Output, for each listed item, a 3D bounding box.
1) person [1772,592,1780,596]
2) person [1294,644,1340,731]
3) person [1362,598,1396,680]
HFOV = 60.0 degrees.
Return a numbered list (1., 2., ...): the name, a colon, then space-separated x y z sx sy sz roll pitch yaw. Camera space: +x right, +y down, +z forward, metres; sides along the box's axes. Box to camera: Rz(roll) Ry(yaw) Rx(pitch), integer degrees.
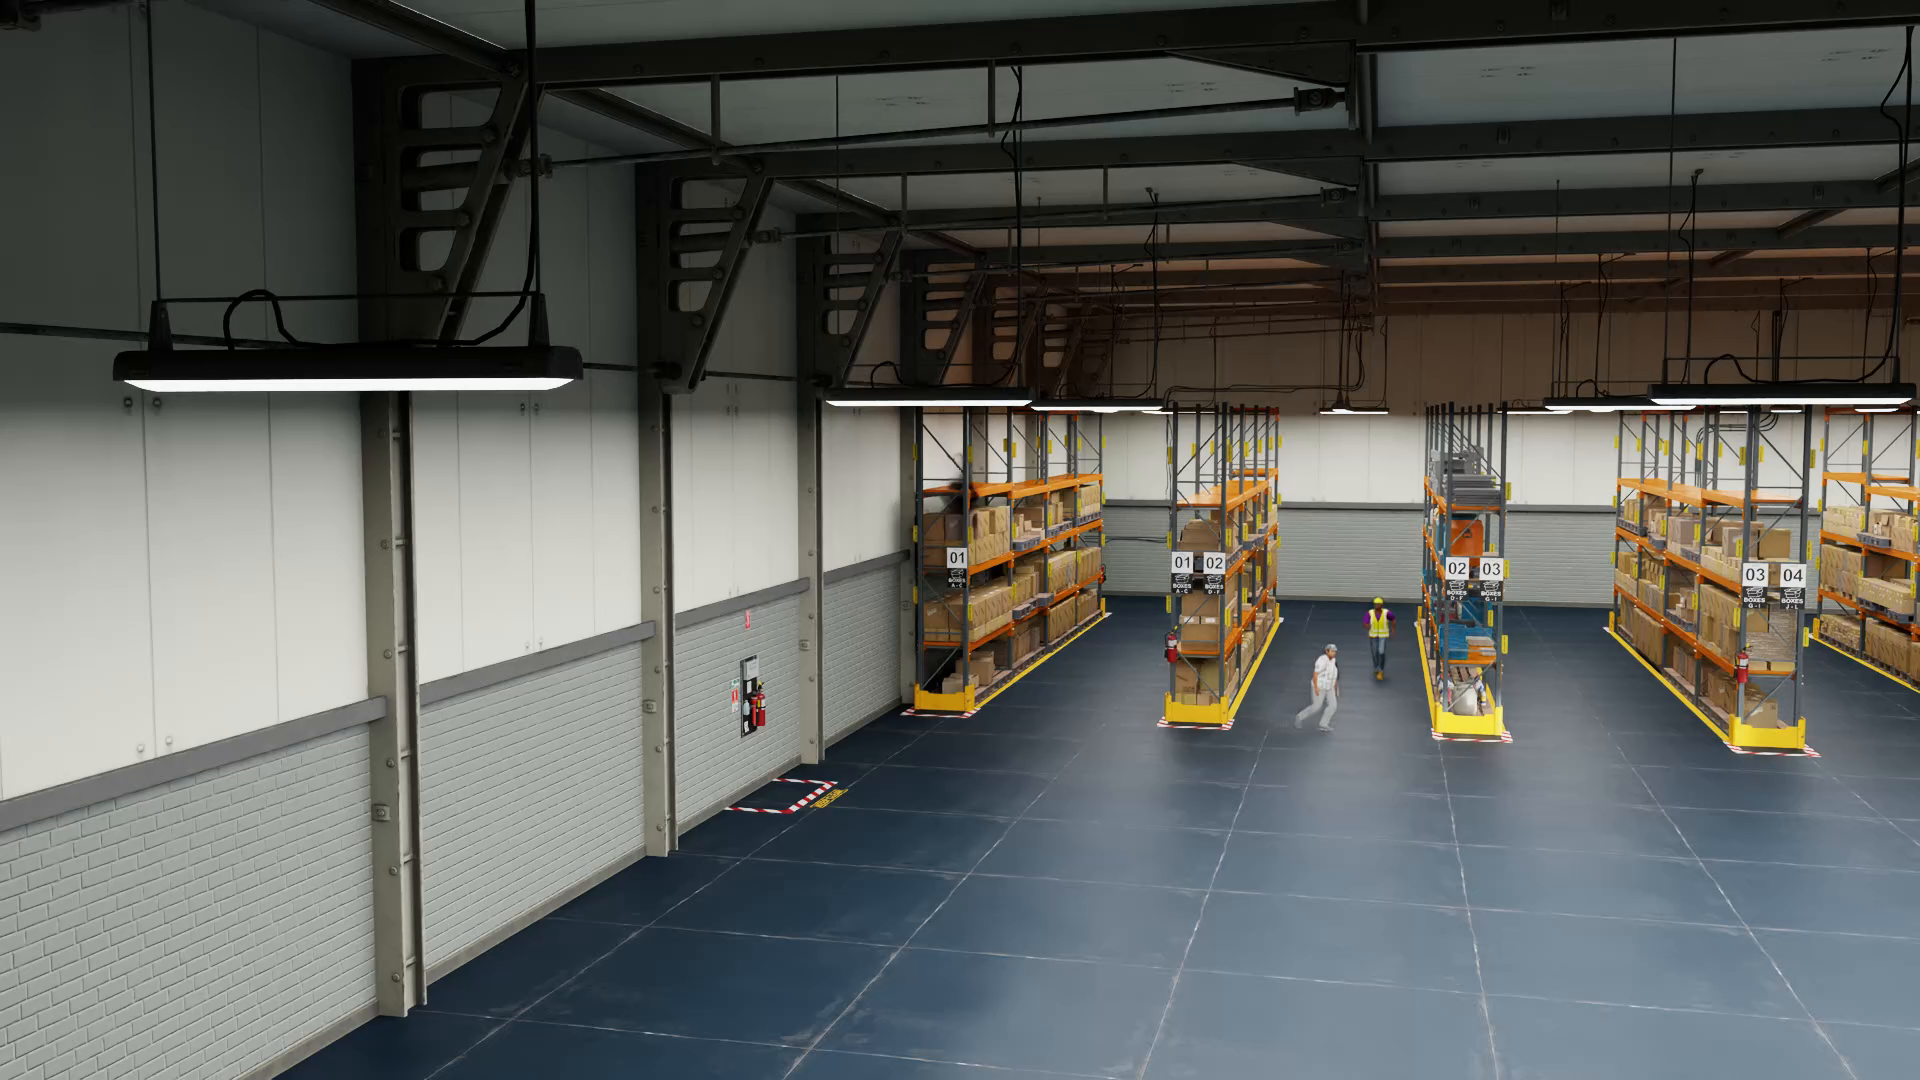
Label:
1. person: 21.296 1.639 43.529 0.649 1.740 0.618 2 5 22
2. person: 6.541 2.680 30.329 0.720 1.596 0.697 -4 6 -42
3. person: 9.162 2.158 36.413 0.678 1.811 0.826 2 5 22
